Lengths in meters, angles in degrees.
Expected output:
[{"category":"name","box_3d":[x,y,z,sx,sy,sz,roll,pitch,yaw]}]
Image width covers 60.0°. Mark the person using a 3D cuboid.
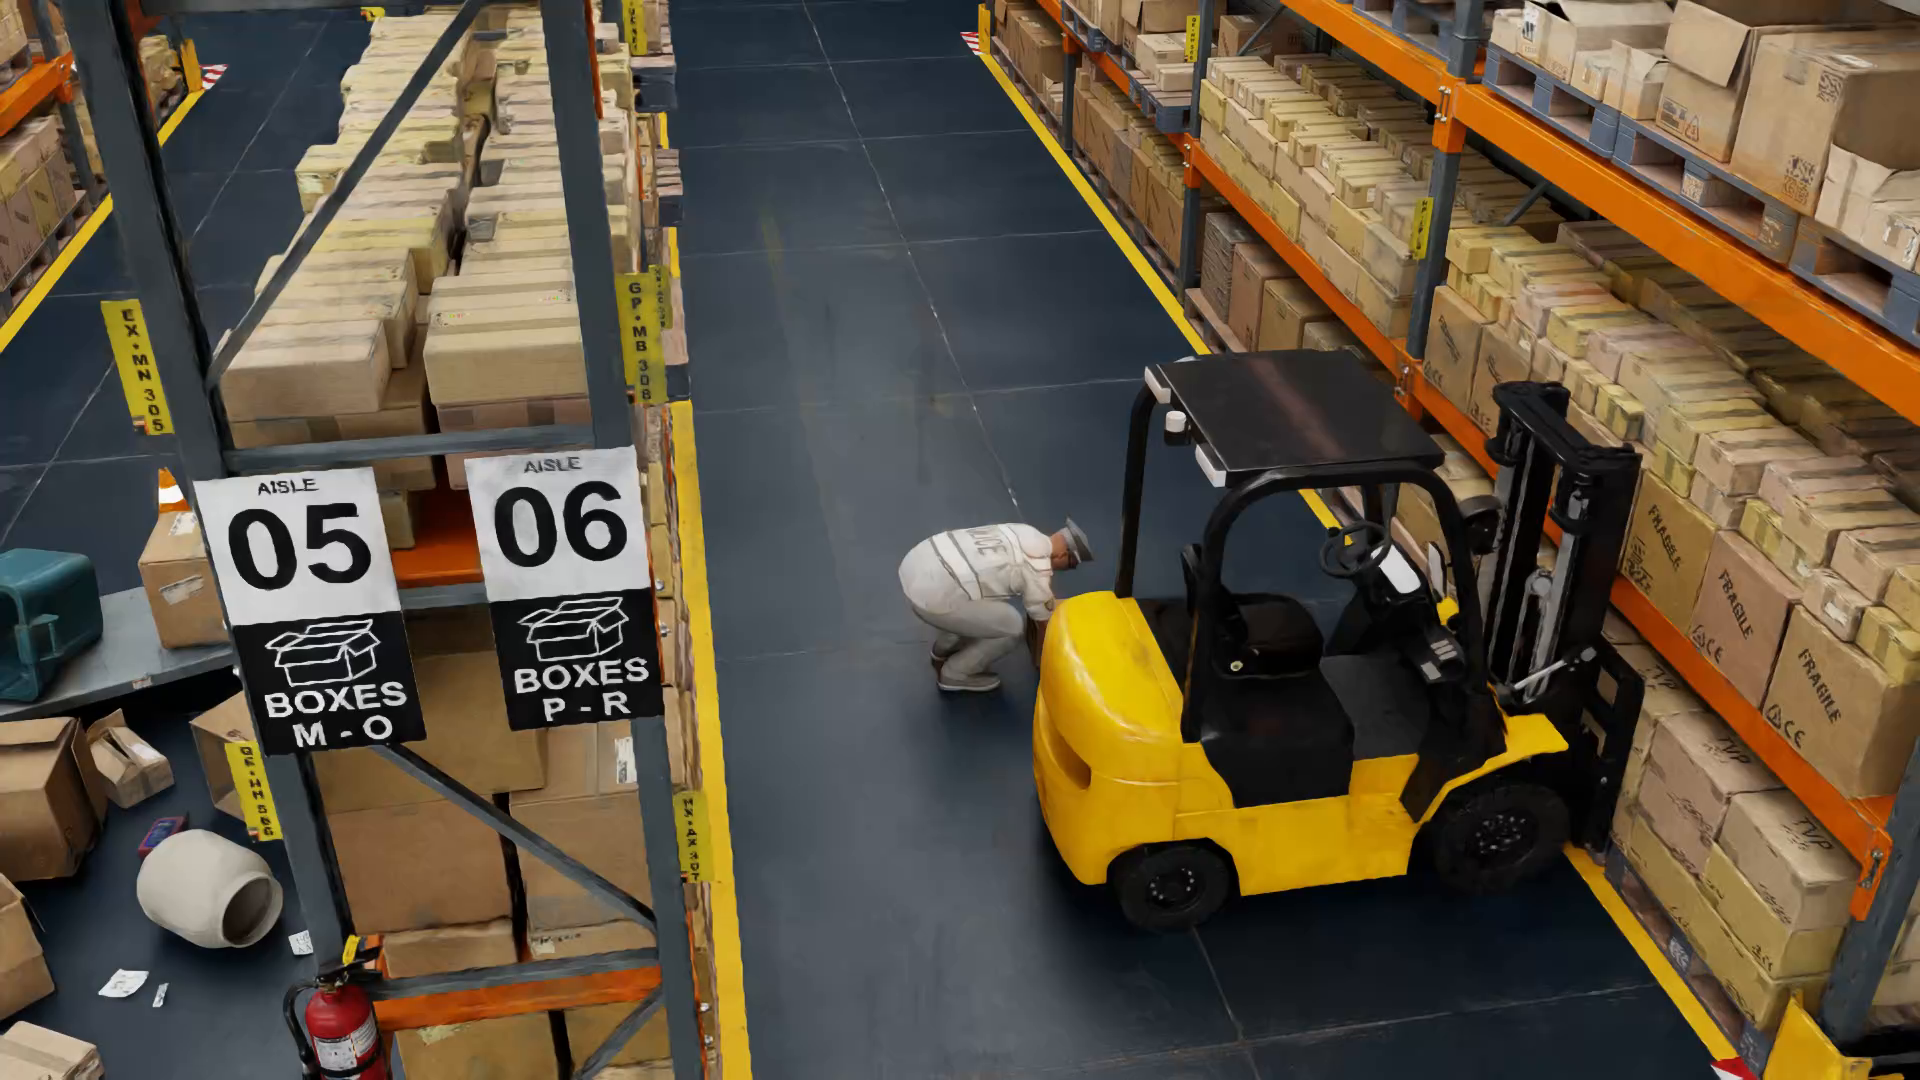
[{"category":"person","box_3d":[0.199,0.310,8.532,1.028,0.852,0.552,-6,31,-10]}]
